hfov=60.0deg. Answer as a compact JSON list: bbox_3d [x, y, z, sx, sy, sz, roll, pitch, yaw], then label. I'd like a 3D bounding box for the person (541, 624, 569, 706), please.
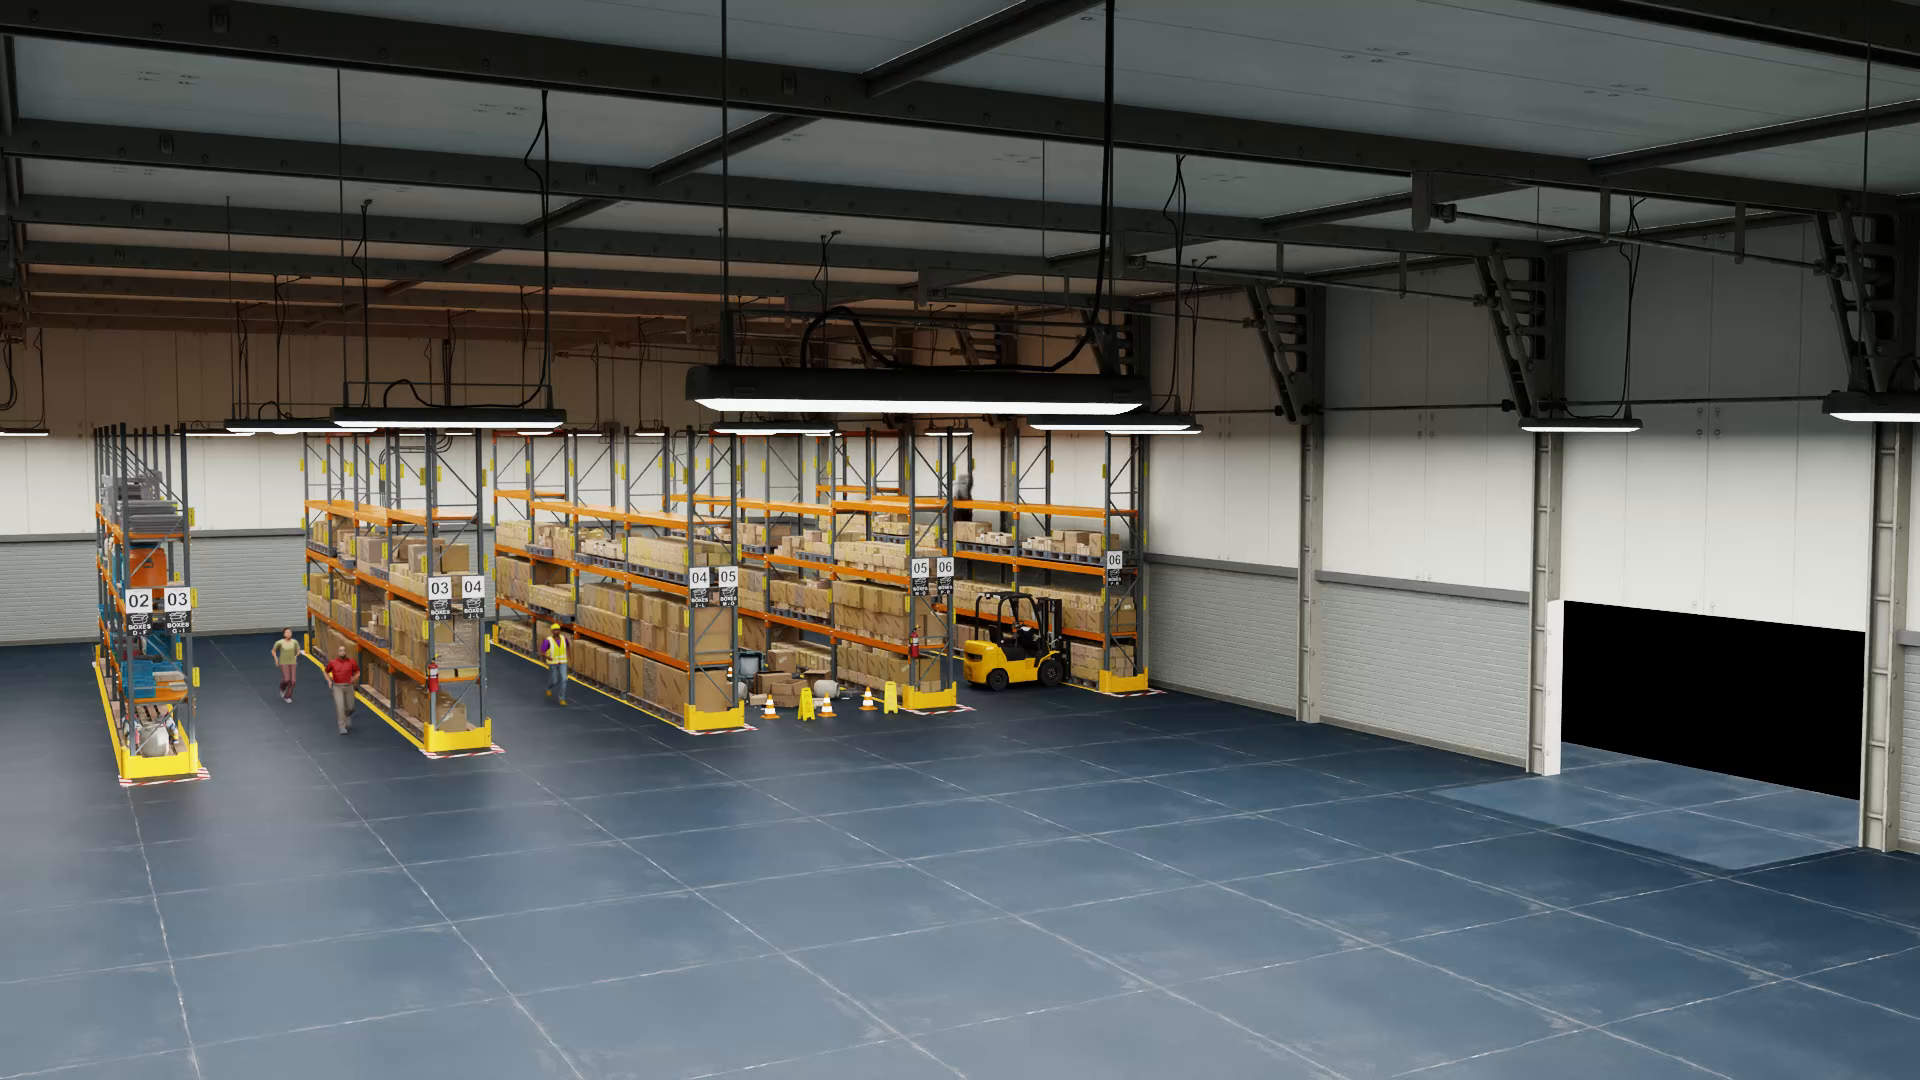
[{"bbox_3d":[-8.726,2.682,35.980,0.677,1.754,0.932,-2,4,-32],"label":"person"}]

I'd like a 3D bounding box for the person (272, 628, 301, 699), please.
[{"bbox_3d":[-14.599,2.691,36.153,0.573,1.574,0.515,-3,4,-38],"label":"person"}]

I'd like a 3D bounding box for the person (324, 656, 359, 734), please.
[{"bbox_3d":[-12.078,3.009,32.539,0.645,1.481,0.775,-2,4,-27],"label":"person"}]
